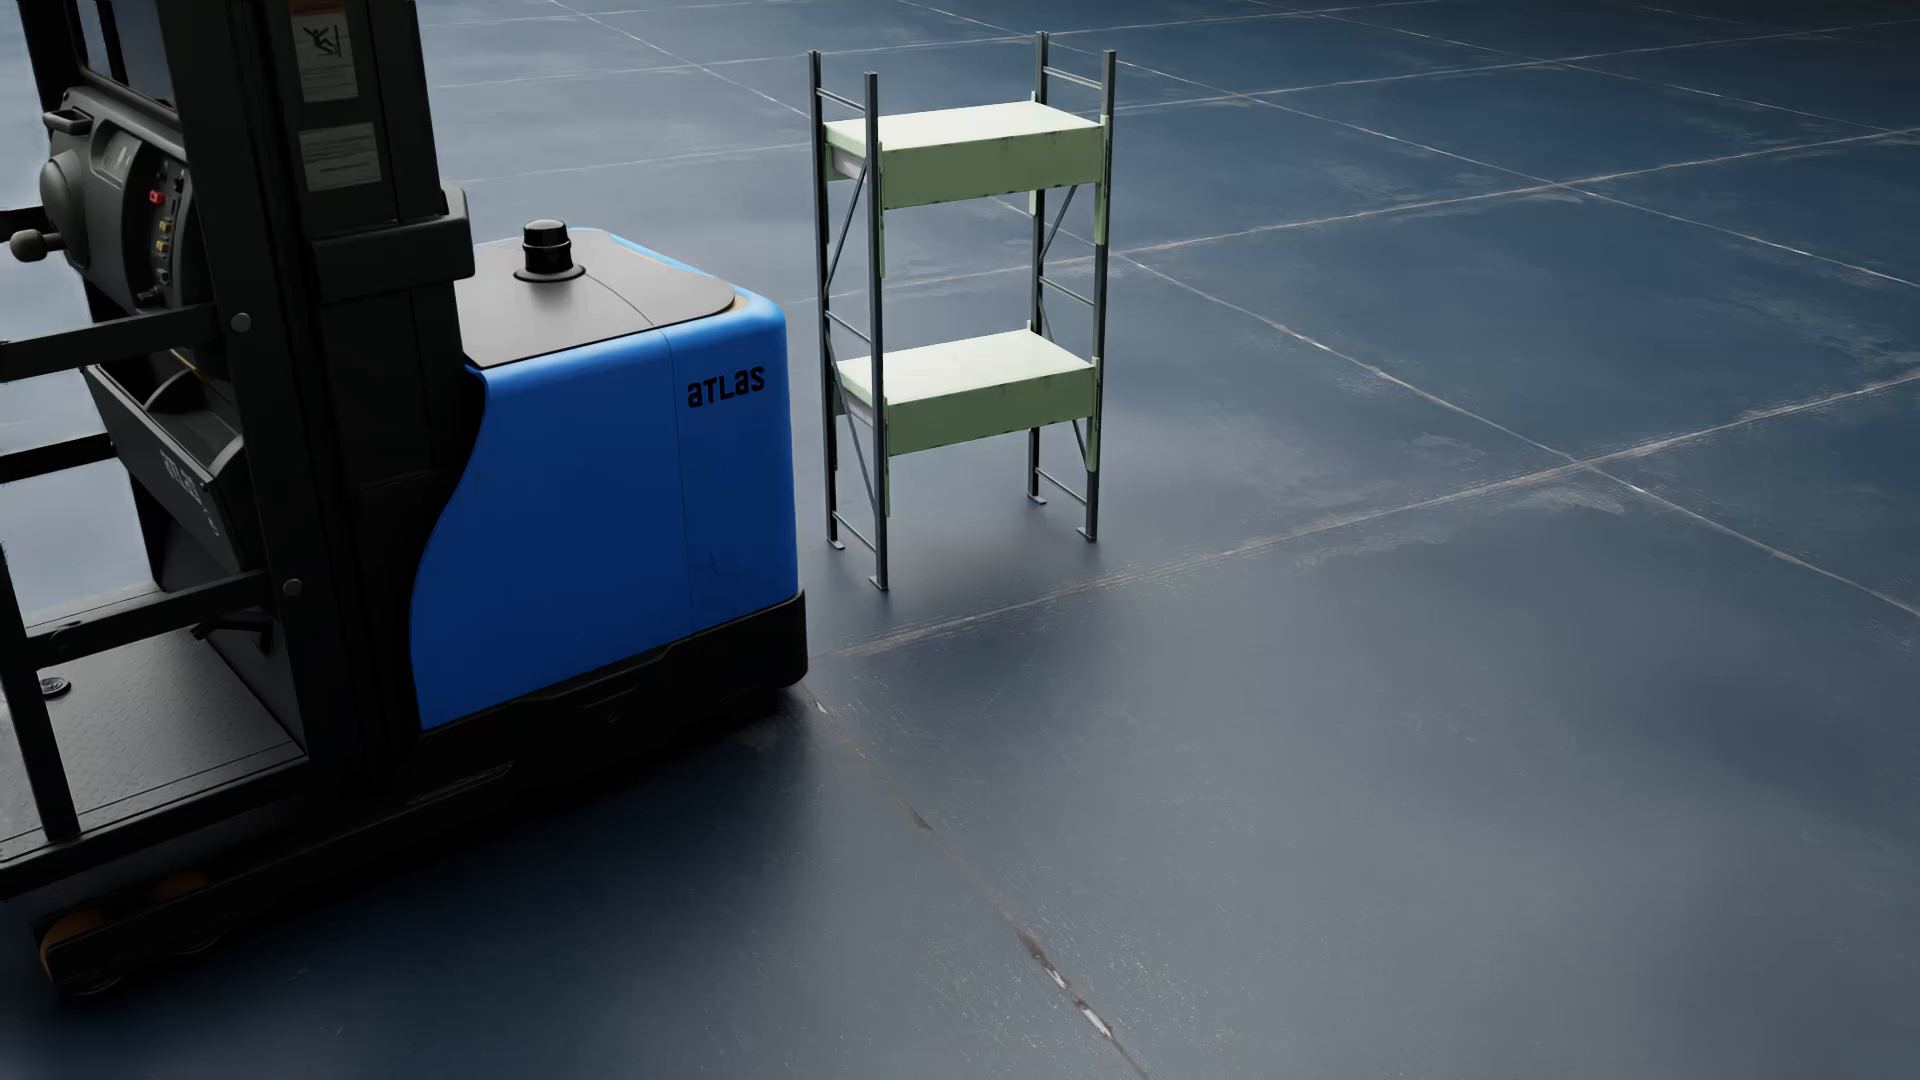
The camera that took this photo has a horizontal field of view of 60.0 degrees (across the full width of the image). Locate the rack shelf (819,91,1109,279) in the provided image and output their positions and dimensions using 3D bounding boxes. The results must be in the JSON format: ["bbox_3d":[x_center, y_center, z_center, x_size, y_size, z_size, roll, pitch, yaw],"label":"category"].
[{"bbox_3d":[0.006,-1.029,4.759,0.720,0.370,0.431,-13,29,-25],"label":"rack shelf"}]

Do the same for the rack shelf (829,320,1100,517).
[{"bbox_3d":[0.006,-0.384,5.069,0.720,0.370,0.431,-13,29,-25],"label":"rack shelf"}]

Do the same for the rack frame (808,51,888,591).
[{"bbox_3d":[-0.317,-0.603,4.773,0.023,1.500,0.400,-13,29,-25],"label":"rack frame"}]

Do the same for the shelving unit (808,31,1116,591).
[{"bbox_3d":[0.006,-0.677,4.928,0.755,1.500,0.431,-13,29,-25],"label":"shelving unit"}]

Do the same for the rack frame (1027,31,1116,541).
[{"bbox_3d":[0.329,-0.752,5.083,0.023,1.500,0.400,-13,29,-25],"label":"rack frame"}]

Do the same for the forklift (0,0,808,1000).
[{"bbox_3d":[-1.856,-0.665,3.248,3.031,2.935,1.130,-20,32,-35],"label":"forklift"}]
